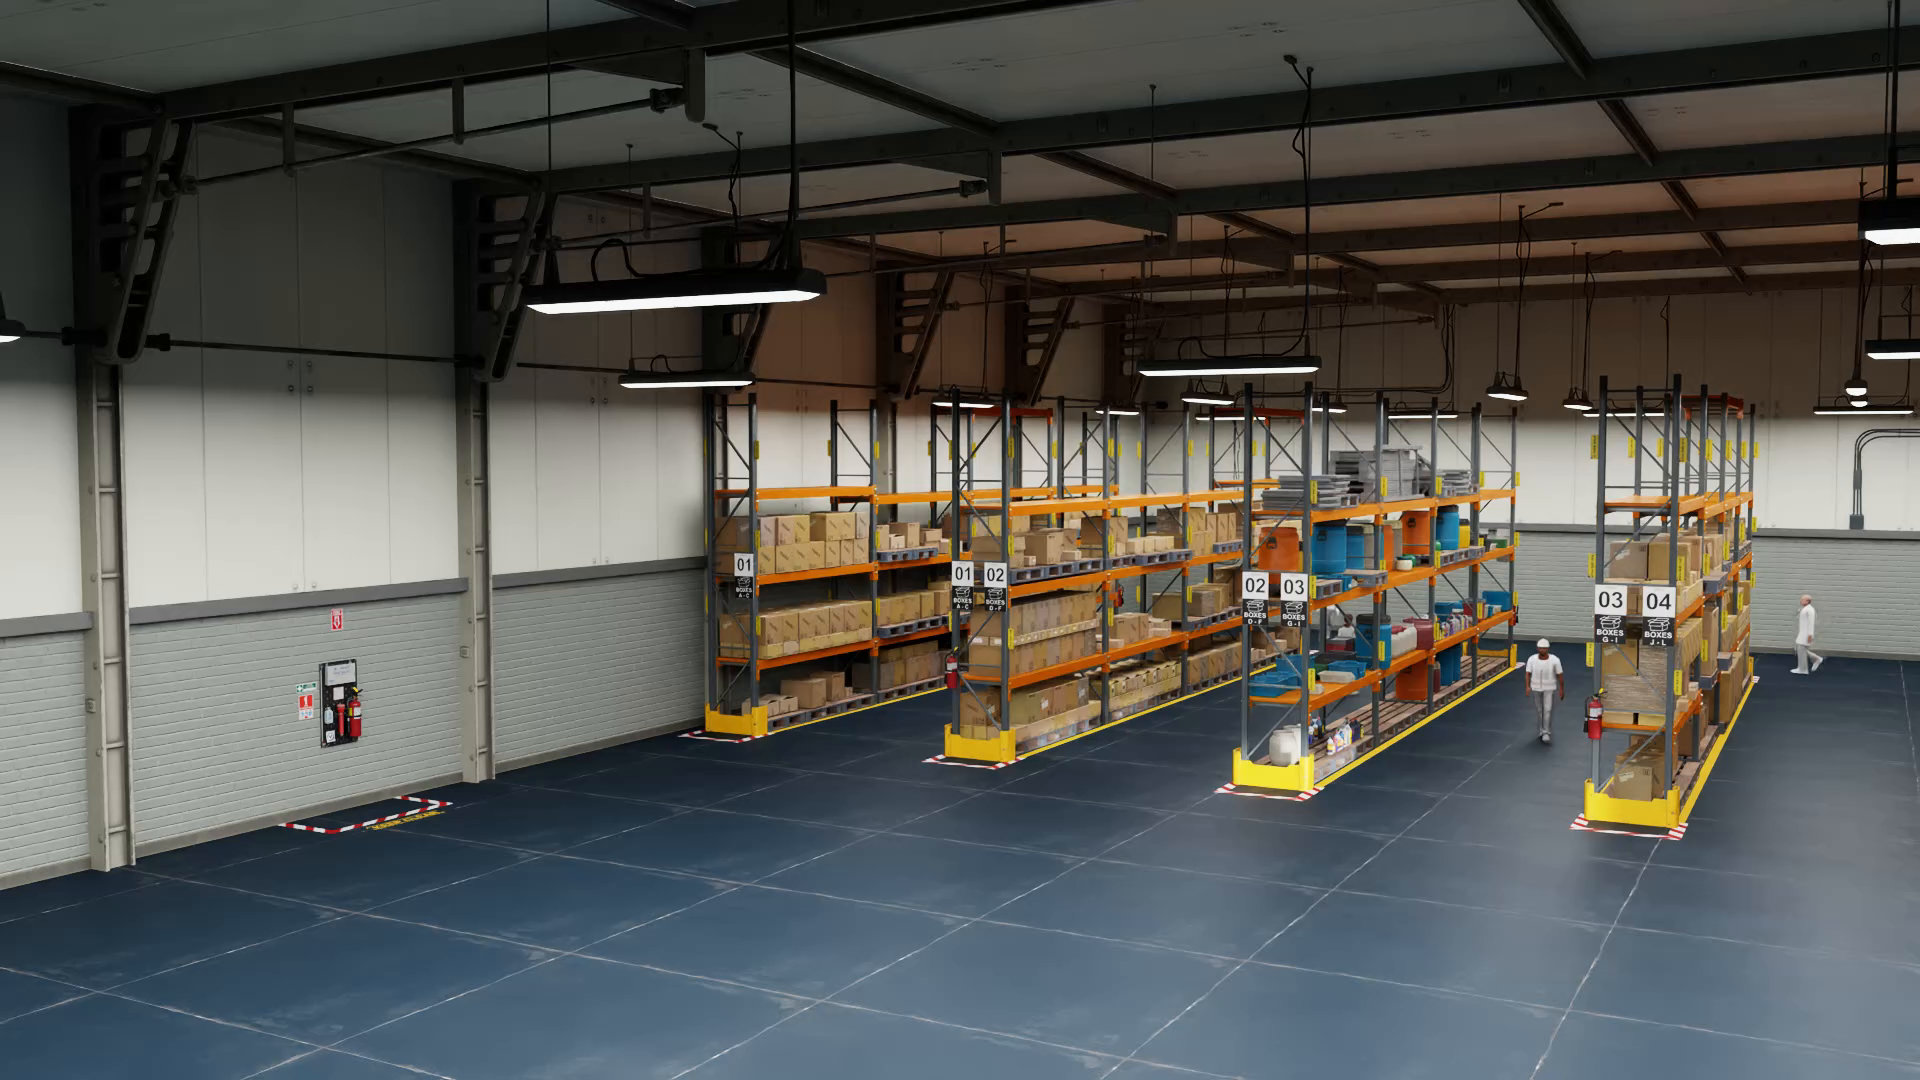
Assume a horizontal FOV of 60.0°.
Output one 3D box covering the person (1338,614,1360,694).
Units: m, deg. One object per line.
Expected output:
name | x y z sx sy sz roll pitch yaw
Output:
person | 7.946 2.339 33.964 0.495 1.669 0.534 2 3 27

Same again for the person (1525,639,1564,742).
person | 10.021 2.565 28.597 0.616 1.716 0.967 2 4 36

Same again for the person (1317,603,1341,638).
person | 9.539 1.806 42.975 0.558 1.788 0.904 0 3 -3

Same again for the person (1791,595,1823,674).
person | 18.914 2.143 37.095 0.707 1.674 0.580 1 3 10
